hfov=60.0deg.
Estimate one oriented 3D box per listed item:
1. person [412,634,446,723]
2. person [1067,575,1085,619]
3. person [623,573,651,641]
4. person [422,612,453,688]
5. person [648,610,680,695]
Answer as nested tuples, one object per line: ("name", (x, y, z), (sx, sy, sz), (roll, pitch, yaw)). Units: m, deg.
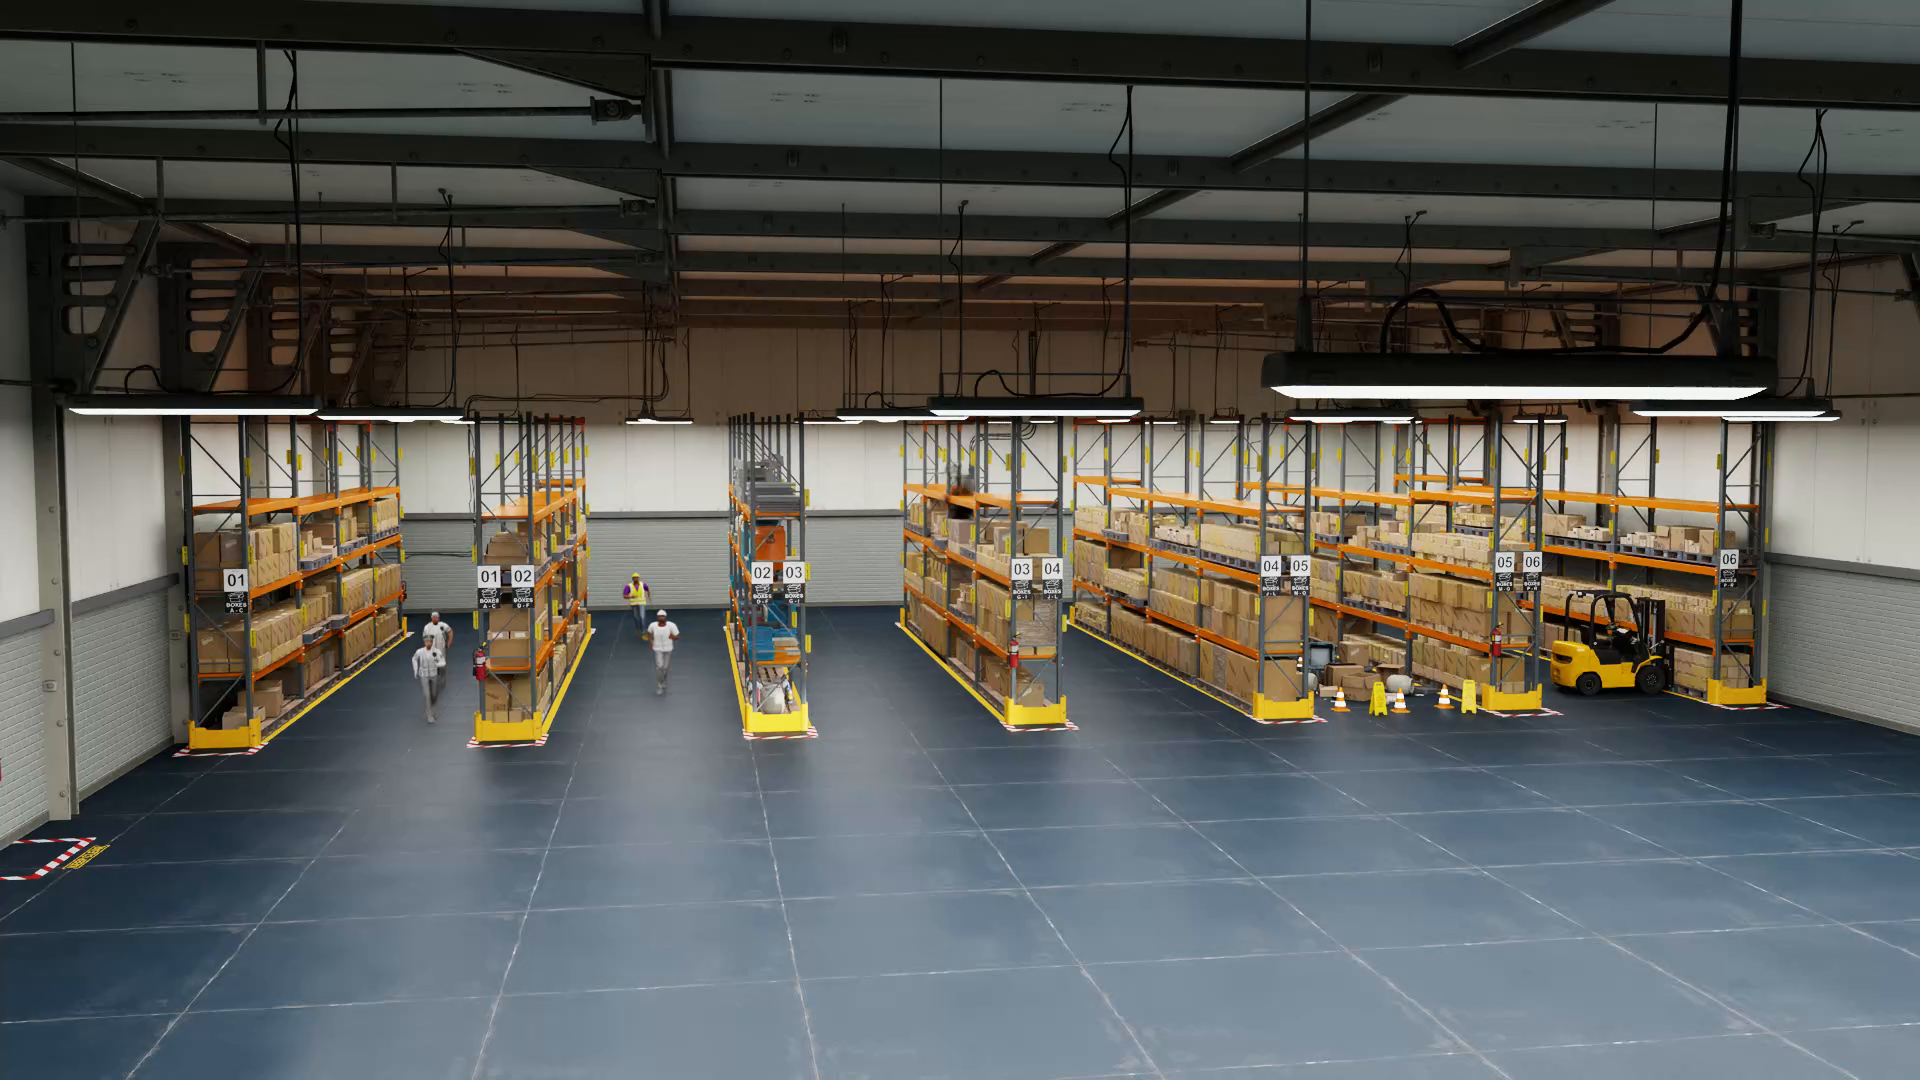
("person", (-10.330, 2.656, 32.377), (0.612, 1.667, 0.915), (-2, 4, -21))
("person", (3.581, 1.510, 49.658), (0.795, 1.781, 0.698), (-2, 4, -24))
("person", (-8.709, 1.783, 44.869), (0.743, 1.796, 0.902), (-1, 4, -9))
("person", (-11.492, 2.430, 36.558), (0.619, 1.711, 0.691), (-1, 4, -12))
("person", (-6.392, 2.411, 35.902), (0.664, 1.833, 0.783), (-1, 4, -14))
